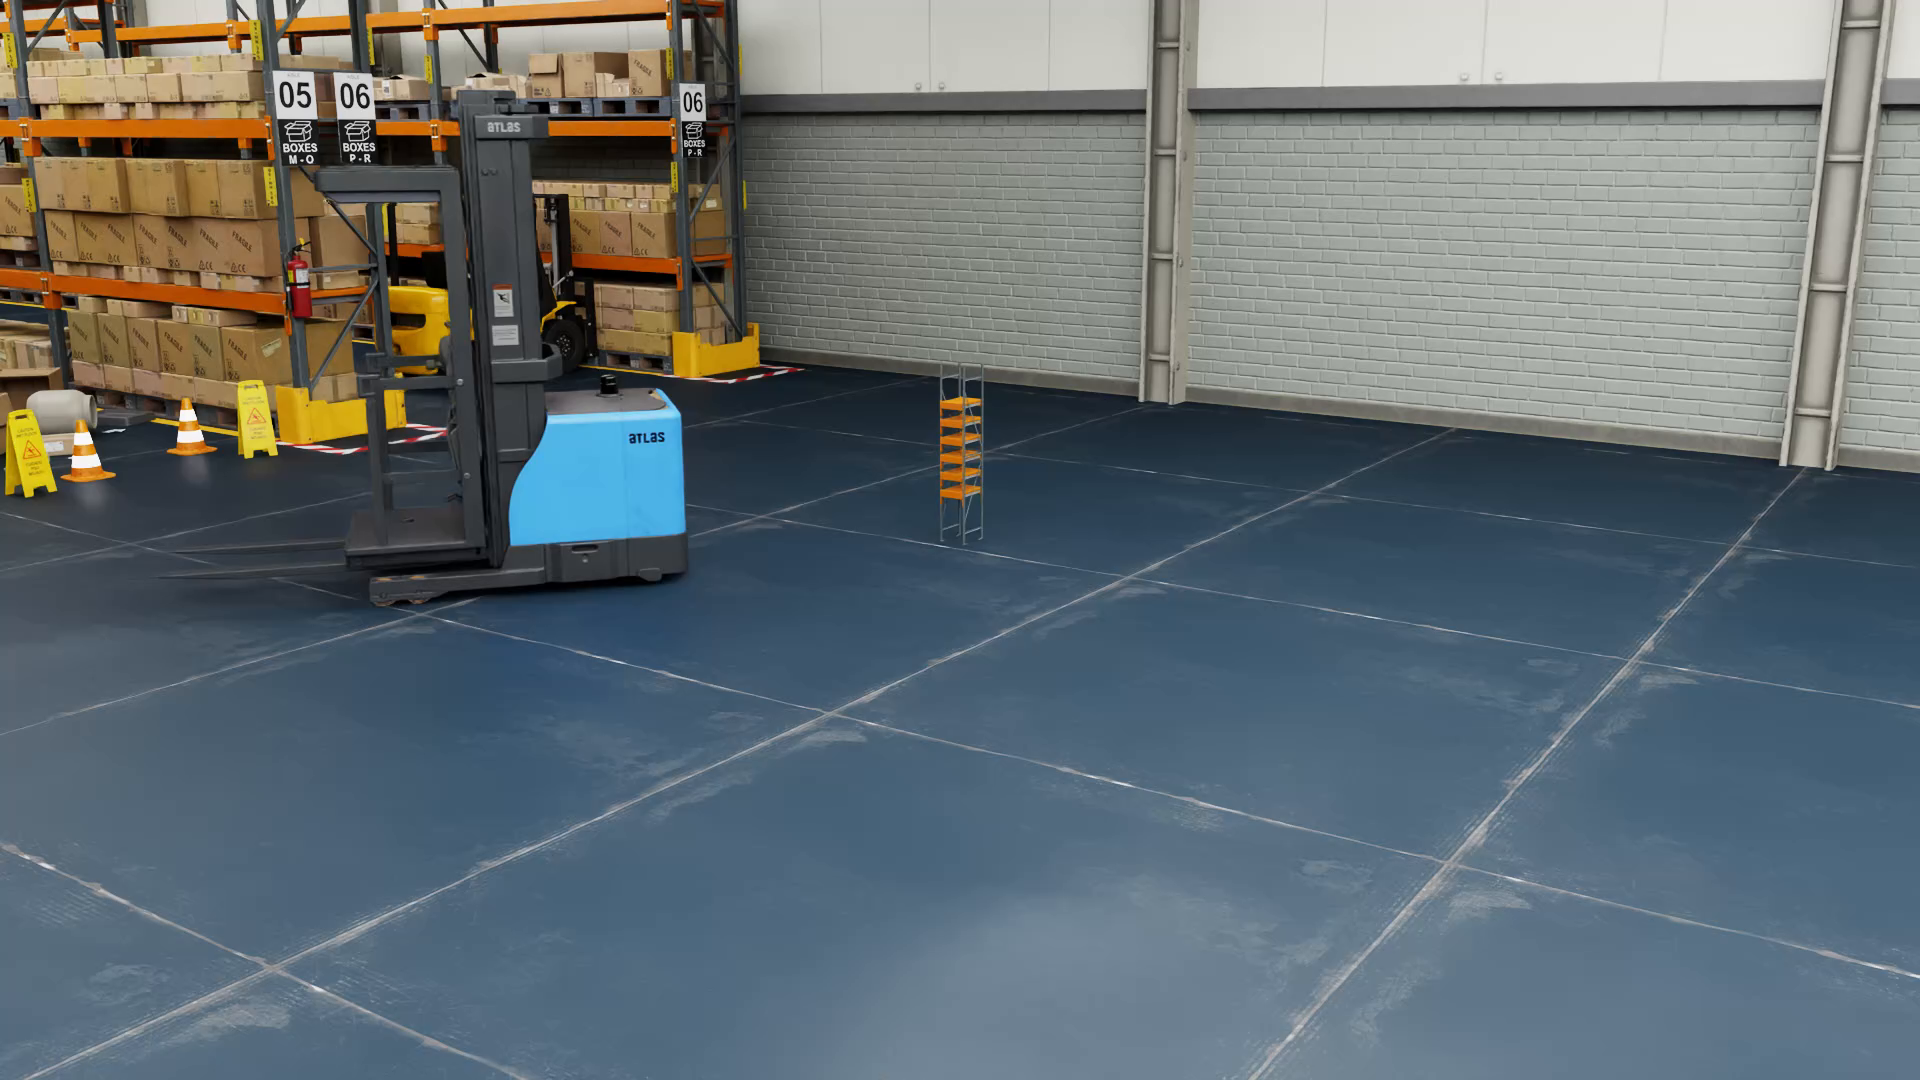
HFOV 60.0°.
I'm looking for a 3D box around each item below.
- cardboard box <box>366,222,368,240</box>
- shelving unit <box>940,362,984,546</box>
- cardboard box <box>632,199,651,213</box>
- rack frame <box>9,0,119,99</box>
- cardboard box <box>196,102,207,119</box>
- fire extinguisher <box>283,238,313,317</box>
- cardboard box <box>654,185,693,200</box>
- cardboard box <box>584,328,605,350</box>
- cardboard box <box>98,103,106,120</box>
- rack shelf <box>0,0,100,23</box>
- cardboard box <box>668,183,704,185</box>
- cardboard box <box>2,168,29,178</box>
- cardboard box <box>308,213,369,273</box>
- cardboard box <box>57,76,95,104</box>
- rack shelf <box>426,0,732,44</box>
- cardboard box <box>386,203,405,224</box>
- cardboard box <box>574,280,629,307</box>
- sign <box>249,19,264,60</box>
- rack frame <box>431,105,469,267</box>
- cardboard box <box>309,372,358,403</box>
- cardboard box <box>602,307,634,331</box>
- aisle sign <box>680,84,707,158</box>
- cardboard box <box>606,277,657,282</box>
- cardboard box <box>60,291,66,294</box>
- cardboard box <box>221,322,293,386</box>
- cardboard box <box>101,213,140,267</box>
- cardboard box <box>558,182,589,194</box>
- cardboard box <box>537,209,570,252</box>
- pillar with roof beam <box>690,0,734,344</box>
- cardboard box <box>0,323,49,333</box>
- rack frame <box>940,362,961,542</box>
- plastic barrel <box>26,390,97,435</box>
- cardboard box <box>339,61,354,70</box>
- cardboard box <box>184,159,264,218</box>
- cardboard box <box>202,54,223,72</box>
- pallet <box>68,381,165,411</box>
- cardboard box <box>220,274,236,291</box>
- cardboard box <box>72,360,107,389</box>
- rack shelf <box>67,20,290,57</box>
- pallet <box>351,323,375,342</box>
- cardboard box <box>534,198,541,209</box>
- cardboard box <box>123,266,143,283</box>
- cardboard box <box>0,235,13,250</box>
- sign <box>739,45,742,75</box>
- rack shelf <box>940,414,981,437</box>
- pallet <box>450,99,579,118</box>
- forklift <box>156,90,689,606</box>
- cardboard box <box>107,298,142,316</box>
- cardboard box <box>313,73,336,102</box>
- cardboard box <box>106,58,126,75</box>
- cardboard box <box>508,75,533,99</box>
[{"bbox_3d":[-7.521,-4.035,21.693,0.500,0.250,0.500,9,17,33],"label":"cardboard box"},{"bbox_3d":[0.012,-0.580,11.171,0.189,1.200,0.258,9,17,33],"label":"shelving unit"},{"bbox_3d":[-3.495,-3.799,18.871,0.250,0.149,0.380,9,17,34],"label":"cardboard box"},{"bbox_3d":[-8.908,-5.875,16.330,0.127,3.000,1.000,9,17,33],"label":"rack frame"},{"bbox_3d":[-6.641,-3.870,14.993,0.250,0.149,0.380,9,17,33],"label":"cardboard box"},{"bbox_3d":[-5.752,-2.282,14.460,0.183,0.674,0.296,9,17,33],"label":"fire extinguisher"},{"bbox_3d":[-3.237,-3.931,18.783,0.250,0.149,0.380,9,17,33],"label":"cardboard box"},{"bbox_3d":[-4.206,-2.424,19.720,0.500,0.250,0.500,9,17,33],"label":"cardboard box"},{"bbox_3d":[-7.932,-4.070,15.801,0.250,0.149,0.380,9,16,31],"label":"cardboard box"},{"bbox_3d":[-10.568,-5.600,17.548,4.000,0.370,1.077,9,17,33],"label":"rack shelf"},{"bbox_3d":[-3.167,-4.061,19.307,0.250,0.149,0.380,10,17,35],"label":"cardboard box"},{"bbox_3d":[-10.060,-3.934,17.920,0.250,0.149,0.380,10,17,36],"label":"cardboard box"},{"bbox_3d":[-5.828,-2.739,15.317,0.500,0.500,0.500,9,16,32],"label":"cardboard box"},{"bbox_3d":[-8.263,-4.310,15.942,0.500,0.250,0.500,9,17,32],"label":"cardboard box"},{"bbox_3d":[-4.482,-6.054,19.382,4.000,0.370,1.077,9,17,33],"label":"rack shelf"},{"bbox_3d":[-7.122,-4.206,21.342,0.500,0.250,0.500,9,16,31],"label":"cardboard box"},{"bbox_3d":[-4.230,-2.904,19.580,0.500,0.250,0.500,9,17,34],"label":"cardboard box"},{"bbox_3d":[-5.916,-4.205,13.981,0.005,0.325,0.100,9,17,33],"label":"sign"},{"bbox_3d":[-6.141,-3.953,21.051,0.127,3.000,1.000,9,17,33],"label":"rack frame"},{"bbox_3d":[-6.104,-1.459,15.824,0.500,0.250,0.500,9,17,32],"label":"cardboard box"},{"bbox_3d":[-3.811,-2.601,19.397,0.500,0.250,0.500,9,17,32],"label":"cardboard box"},{"bbox_3d":[-2.932,-4.612,18.300,0.004,0.787,0.394,9,17,33],"label":"aisle sign"},{"bbox_3d":[-3.941,-3.009,20.004,0.500,0.250,0.500,9,17,32],"label":"cardboard box"},{"bbox_3d":[-14.095,-4.191,26.338,0.500,0.500,0.700,8,16,31],"label":"cardboard box"},{"bbox_3d":[-6.400,-1.715,15.298,0.500,0.500,0.500,9,17,33],"label":"cardboard box"},{"bbox_3d":[-7.860,-2.909,16.005,0.500,0.500,0.500,9,17,32],"label":"cardboard box"},{"bbox_3d":[-4.513,-4.135,19.609,0.250,0.149,0.380,9,17,34],"label":"cardboard box"},{"bbox_3d":[-4.651,-3.685,19.757,0.500,0.500,0.500,9,17,33],"label":"cardboard box"},{"bbox_3d":[-5.300,-5.744,15.799,0.400,9.000,9.100,9,17,33],"label":"pillar with roof beam"},{"bbox_3d":[-10.521,-2.150,18.361,0.625,0.372,0.950,10,17,35],"label":"cardboard box"},{"bbox_3d":[-0.064,-0.593,11.221,0.006,1.200,0.240,9,17,33],"label":"rack frame"},{"bbox_3d":[-8.148,-1.151,15.093,0.512,0.421,0.421,-4,14,-16],"label":"plastic barrel"},{"bbox_3d":[-8.151,-5.965,21.643,0.500,0.500,0.500,10,17,34],"label":"cardboard box"},{"bbox_3d":[-6.551,-3.199,15.098,0.500,0.500,0.700,9,17,33],"label":"cardboard box"},{"bbox_3d":[-6.449,-4.207,14.698,0.250,0.149,0.380,9,16,32],"label":"cardboard box"},{"bbox_3d":[-8.331,-1.527,17.051,1.213,0.211,1.003,9,17,33],"label":"pallet"},{"bbox_3d":[-6.492,-2.363,15.149,0.250,0.149,0.380,9,16,32],"label":"cardboard box"},{"bbox_3d":[-8.570,-1.699,16.794,0.500,0.250,0.500,8,16,30],"label":"cardboard box"},{"bbox_3d":[-11.120,-7.127,23.716,4.000,0.370,1.077,9,17,33],"label":"rack shelf"},{"bbox_3d":[-7.791,-2.854,22.414,1.213,0.211,1.003,9,17,33],"label":"pallet"},{"bbox_3d":[-4.978,-4.044,19.860,0.250,0.149,0.380,9,16,31],"label":"cardboard box"},{"bbox_3d":[-7.770,-2.562,15.952,0.250,0.149,0.380,9,17,33],"label":"cardboard box"},{"bbox_3d":[-9.698,-3.098,17.245,0.250,0.149,0.380,9,16,31],"label":"cardboard box"},{"bbox_3d":[-2.507,-5.446,18.853,0.005,0.325,0.100,9,17,33],"label":"sign"},{"bbox_3d":[0.012,-0.770,11.124,0.180,0.103,0.258,9,17,33],"label":"rack shelf"},{"bbox_3d":[-5.419,-5.257,20.260,1.213,0.211,1.003,9,17,33],"label":"pallet"},{"bbox_3d":[-3.254,-1.174,9.968,3.031,2.935,1.130,-4,14,-16],"label":"forklift"},{"bbox_3d":[-8.072,-2.281,16.233,0.250,0.149,0.380,10,17,35],"label":"cardboard box"},{"bbox_3d":[-5.858,-4.075,14.993,0.500,0.250,0.500,9,16,32],"label":"cardboard box"},{"bbox_3d":[-7.718,-4.413,15.530,0.250,0.149,0.380,9,16,32],"label":"cardboard box"},{"bbox_3d":[-5.079,-5.337,19.596,0.258,0.266,0.396,9,16,31],"label":"cardboard box"}]
